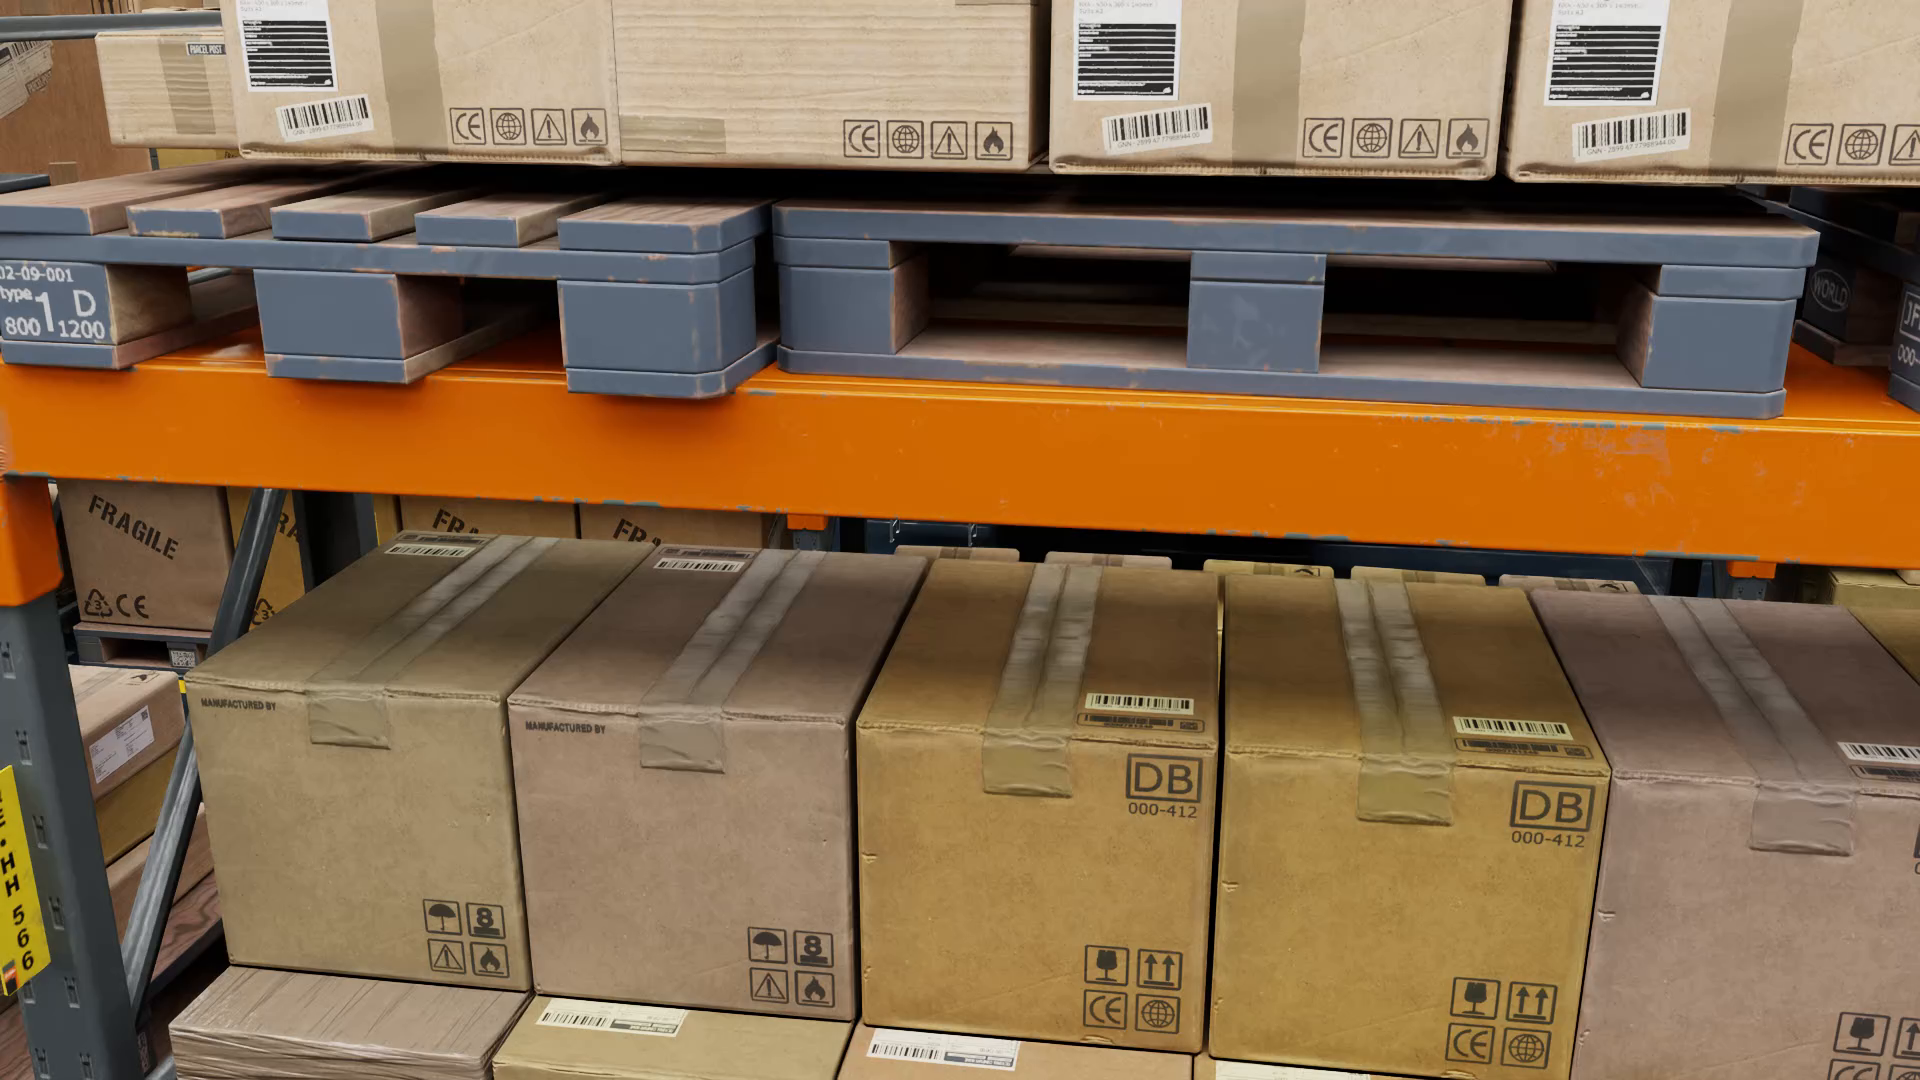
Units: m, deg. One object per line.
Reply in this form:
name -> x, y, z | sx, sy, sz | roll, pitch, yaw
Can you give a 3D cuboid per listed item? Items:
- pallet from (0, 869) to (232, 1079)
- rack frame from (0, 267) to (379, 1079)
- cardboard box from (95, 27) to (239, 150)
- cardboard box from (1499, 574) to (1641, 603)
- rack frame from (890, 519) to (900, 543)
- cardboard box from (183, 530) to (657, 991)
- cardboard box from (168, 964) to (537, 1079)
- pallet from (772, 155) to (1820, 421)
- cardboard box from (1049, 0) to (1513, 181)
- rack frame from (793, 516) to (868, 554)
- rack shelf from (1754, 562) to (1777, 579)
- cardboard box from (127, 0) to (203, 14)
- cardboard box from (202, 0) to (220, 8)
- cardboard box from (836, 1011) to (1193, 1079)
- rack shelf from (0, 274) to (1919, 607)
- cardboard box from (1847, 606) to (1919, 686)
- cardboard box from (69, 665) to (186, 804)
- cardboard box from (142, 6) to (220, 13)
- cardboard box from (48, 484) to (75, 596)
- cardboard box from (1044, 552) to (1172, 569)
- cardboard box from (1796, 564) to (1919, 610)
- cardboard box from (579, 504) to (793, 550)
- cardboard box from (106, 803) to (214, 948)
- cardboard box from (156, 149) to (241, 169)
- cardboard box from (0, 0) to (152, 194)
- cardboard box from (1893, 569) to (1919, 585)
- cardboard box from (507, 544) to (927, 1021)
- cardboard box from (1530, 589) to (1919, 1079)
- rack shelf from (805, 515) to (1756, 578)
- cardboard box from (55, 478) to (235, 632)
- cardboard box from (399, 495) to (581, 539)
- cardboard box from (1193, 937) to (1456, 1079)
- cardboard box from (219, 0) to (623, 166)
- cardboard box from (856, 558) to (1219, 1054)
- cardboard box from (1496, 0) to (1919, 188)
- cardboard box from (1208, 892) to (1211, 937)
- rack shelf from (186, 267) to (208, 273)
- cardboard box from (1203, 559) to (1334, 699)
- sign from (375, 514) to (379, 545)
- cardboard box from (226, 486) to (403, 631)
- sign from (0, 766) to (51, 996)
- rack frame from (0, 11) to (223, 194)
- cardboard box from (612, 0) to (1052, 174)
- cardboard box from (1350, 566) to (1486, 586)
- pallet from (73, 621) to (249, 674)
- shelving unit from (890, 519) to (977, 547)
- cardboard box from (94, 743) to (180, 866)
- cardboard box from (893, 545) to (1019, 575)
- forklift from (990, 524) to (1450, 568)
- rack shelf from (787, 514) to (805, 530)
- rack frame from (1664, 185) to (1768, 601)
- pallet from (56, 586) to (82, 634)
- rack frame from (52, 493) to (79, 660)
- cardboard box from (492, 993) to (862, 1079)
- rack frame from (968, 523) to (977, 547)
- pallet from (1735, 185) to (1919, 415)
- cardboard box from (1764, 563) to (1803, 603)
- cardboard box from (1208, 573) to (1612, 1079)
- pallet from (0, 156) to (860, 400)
pallet -> -2.017, 0.922, 3.123 | 1.003, 0.211, 1.213 | 3, 19, 9
rack frame -> -1.296, 0.833, 3.085 | 0.127, 3.000, 1.000 | 3, 19, 9
cardboard box -> -0.992, -0.650, 2.366 | 0.250, 0.149, 0.380 | 2, 19, 6
cardboard box -> 2.820, 0.500, 7.560 | 0.625, 0.372, 0.950 | 3, 19, 9
rack frame -> -0.404, -0.590, 10.174 | 0.015, 1.200, 0.240 | 3, 19, 9
cardboard box -> -0.855, 0.338, 2.833 | 0.500, 0.500, 0.700 | 3, 19, 8
cardboard box -> -0.896, 0.893, 2.749 | 0.500, 0.500, 0.500 | 3, 19, 9
pallet -> 0.452, -0.428, 2.426 | 1.213, 0.211, 1.003 | 4, 19, 11
cardboard box -> 0.385, -0.637, 2.073 | 0.500, 0.311, 0.500 | 3, 19, 8
rack frame -> -0.611, -0.722, 7.735 | 0.127, 3.000, 1.000 | 3, 19, 9
rack shelf -> 5.313, -0.079, 6.946 | 4.000, 0.370, 1.077 | 3, 19, 9
cardboard box -> -3.736, -2.458, 7.374 | 0.500, 0.500, 0.500 | 3, 19, 8
cardboard box -> -3.657, -2.525, 7.872 | 0.500, 0.311, 0.500 | 3, 19, 9
cardboard box -> 0.104, 0.943, 2.598 | 0.500, 0.500, 0.500 | 3, 19, 9
rack shelf -> 0.678, -0.147, 2.422 | 4.000, 0.370, 1.077 | 3, 19, 9
cardboard box -> 1.654, 0.465, 2.453 | 0.500, 0.500, 0.700 | 3, 19, 8
cardboard box -> -1.726, 0.387, 3.215 | 0.250, 0.149, 0.380 | 3, 19, 9
cardboard box -> -3.367, -2.261, 7.313 | 0.250, 0.166, 0.380 | 2, 19, 5
cardboard box -> -5.163, 0.027, 8.871 | 0.875, 0.438, 0.875 | 3, 19, 8
cardboard box -> 0.675, 0.391, 7.887 | 0.625, 0.372, 0.950 | 3, 19, 8
cardboard box -> 3.878, 0.342, 7.042 | 0.500, 0.500, 0.500 | 4, 19, 11
cardboard box -> -1.280, 0.025, 8.187 | 0.875, 0.875, 0.875 | 3, 19, 8
cardboard box -> -1.706, 0.668, 3.314 | 0.250, 0.149, 0.380 | 3, 19, 8
cardboard box -> -5.840, -2.923, 12.898 | 0.500, 0.500, 0.500 | 3, 19, 10
cardboard box -> -1.818, -0.749, 2.928 | 0.500, 0.500, 0.500 | 3, 19, 9
cardboard box -> 3.992, 0.060, 6.864 | 0.250, 0.149, 0.380 | 3, 19, 9
cardboard box -> -0.355, 0.363, 2.759 | 0.500, 0.500, 0.700 | 3, 19, 8
cardboard box -> 1.155, 0.439, 2.530 | 0.500, 0.500, 0.700 | 3, 19, 9
rack shelf -> 1.364, -0.281, 7.548 | 4.000, 0.370, 1.077 | 3, 19, 9
cardboard box -> -3.936, -0.109, 8.589 | 0.875, 0.875, 0.875 | 4, 19, 10
cardboard box -> -2.160, -0.021, 8.325 | 0.875, 0.875, 0.875 | 3, 19, 9
cardboard box -> 0.596, 0.969, 2.521 | 0.500, 0.500, 0.500 | 3, 19, 8
cardboard box -> -0.617, -0.688, 2.226 | 0.500, 0.311, 0.500 | 3, 19, 9
cardboard box -> 0.152, 0.388, 2.683 | 0.500, 0.500, 0.700 | 3, 19, 8
cardboard box -> 0.887, -0.611, 1.996 | 0.500, 0.311, 0.500 | 2, 19, 7
cardboard box -> 0.683, 0.800, 3.028 | 0.500, 0.500, 0.500 | 3, 19, 10
rack shelf -> -3.271, -0.349, 3.024 | 4.000, 0.370, 1.077 | 3, 19, 9
cardboard box -> 1.423, 0.431, 7.768 | 0.625, 0.372, 0.950 | 4, 19, 10
sign -> -1.212, 0.110, 3.421 | 0.005, 0.325, 0.100 | 3, 19, 9
cardboard box -> -3.042, -0.066, 8.460 | 0.875, 0.875, 0.875 | 3, 19, 10
sign -> -1.373, 0.492, 2.404 | 0.005, 0.325, 0.100 | 3, 19, 9
rack frame -> -1.296, -2.011, 2.133 | 0.127, 3.000, 1.000 | 3, 19, 9
cardboard box -> -0.122, -0.634, 2.160 | 0.500, 0.250, 0.500 | 3, 19, 10
cardboard box -> 2.110, 0.465, 7.665 | 0.625, 0.372, 0.950 | 4, 19, 12
pallet -> -3.787, 0.414, 8.733 | 1.213, 0.211, 1.003 | 3, 19, 9
shelving unit -> -0.163, -0.577, 10.138 | 0.503, 1.200, 0.258 | 3, 19, 9
cardboard box -> -1.742, 0.525, 3.271 | 0.250, 0.149, 0.380 | 4, 19, 11
cardboard box -> -0.055, 0.356, 7.991 | 0.625, 0.372, 0.950 | 2, 19, 5
forklift -> 1.735, -1.324, 9.641 | 3.031, 2.935, 1.130 | 2, 19, 6
rack shelf -> -2.586, -0.482, 8.150 | 4.000, 0.370, 1.077 | 3, 19, 9
rack frame -> 3.338, -0.521, 7.133 | 0.127, 3.000, 1.000 | 3, 19, 9
pallet -> -5.299, 0.336, 8.967 | 1.213, 0.211, 1.003 | 3, 19, 9
rack frame -> -4.560, -0.924, 8.336 | 0.127, 3.000, 1.000 | 3, 19, 9
cardboard box -> -0.394, 0.918, 2.675 | 0.500, 0.500, 0.500 | 3, 19, 8
rack frame -> 0.077, -0.565, 10.101 | 0.015, 1.200, 0.240 | 3, 19, 9
pallet -> 1.740, -0.328, 2.129 | 1.217, 0.209, 0.805 | 2, 19, 6
cardboard box -> 3.965, 0.174, 7.546 | 0.500, 0.500, 0.500 | 3, 19, 8
cardboard box -> 0.656, 0.413, 2.607 | 0.500, 0.500, 0.700 | 3, 19, 8
pallet -> -0.652, -0.484, 2.592 | 1.003, 0.211, 1.213 | 4, 19, 11
